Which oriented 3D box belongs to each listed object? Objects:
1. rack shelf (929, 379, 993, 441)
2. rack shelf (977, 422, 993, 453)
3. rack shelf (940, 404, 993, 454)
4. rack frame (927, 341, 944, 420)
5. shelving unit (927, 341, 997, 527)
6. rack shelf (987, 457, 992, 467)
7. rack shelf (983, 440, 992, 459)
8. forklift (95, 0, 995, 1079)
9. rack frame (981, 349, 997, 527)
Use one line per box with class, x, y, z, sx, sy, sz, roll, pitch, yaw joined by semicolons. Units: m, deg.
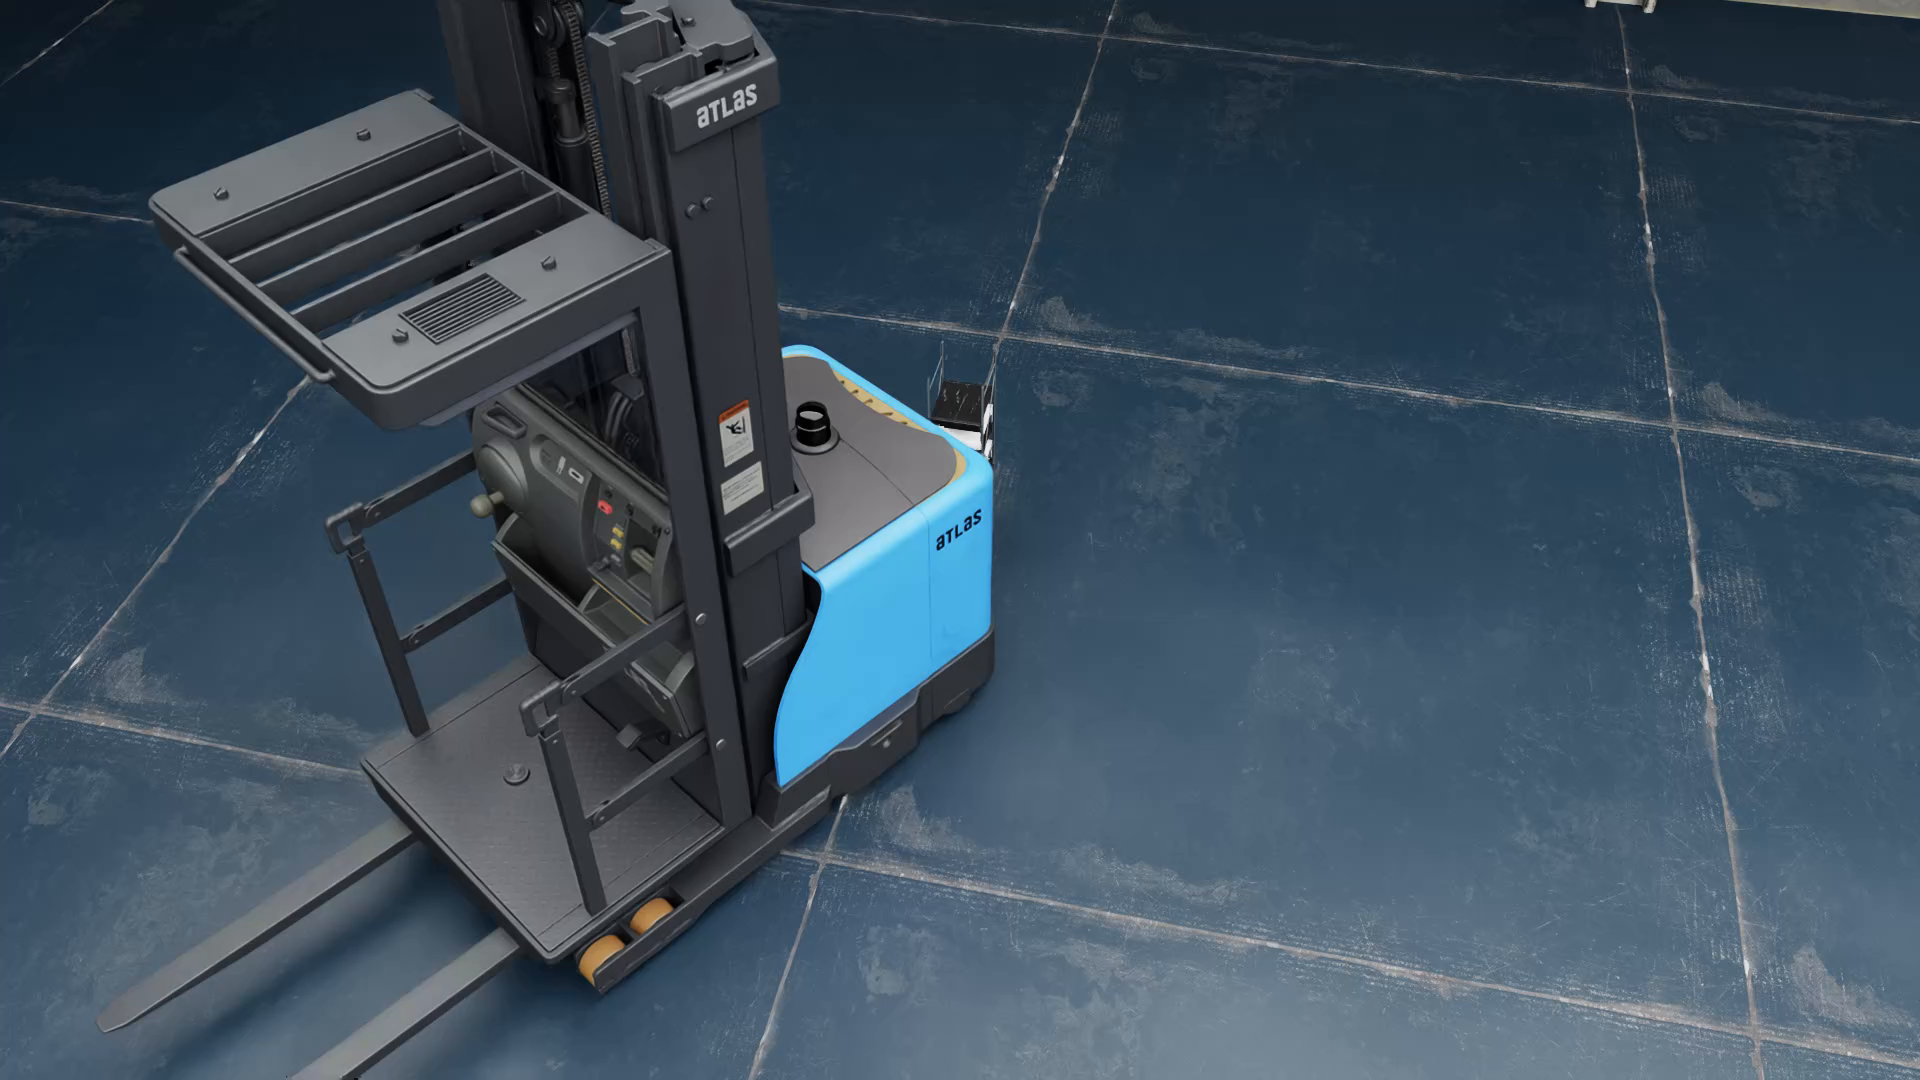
rack shelf;0.008;-0.493;6.273;0.200;0.077;0.258;9;45;9
rack shelf;0.008;-0.364;6.397;0.200;0.077;0.258;9;45;9
rack shelf;0.008;-0.429;6.335;0.200;0.077;0.258;9;45;9
rack frame;-0.091;-0.338;6.453;0.006;0.900;0.240;9;45;9
shelving unit;0.008;-0.323;6.437;0.210;0.900;0.258;9;45;9
rack shelf;0.008;-0.234;6.522;0.200;0.077;0.258;9;45;9
rack shelf;0.008;-0.299;6.460;0.200;0.077;0.258;9;45;9
forklift;-1.271;-0.047;4.685;1.130;2.935;3.031;35;54;31
rack frame;0.107;-0.308;6.421;0.006;0.900;0.240;9;45;9
